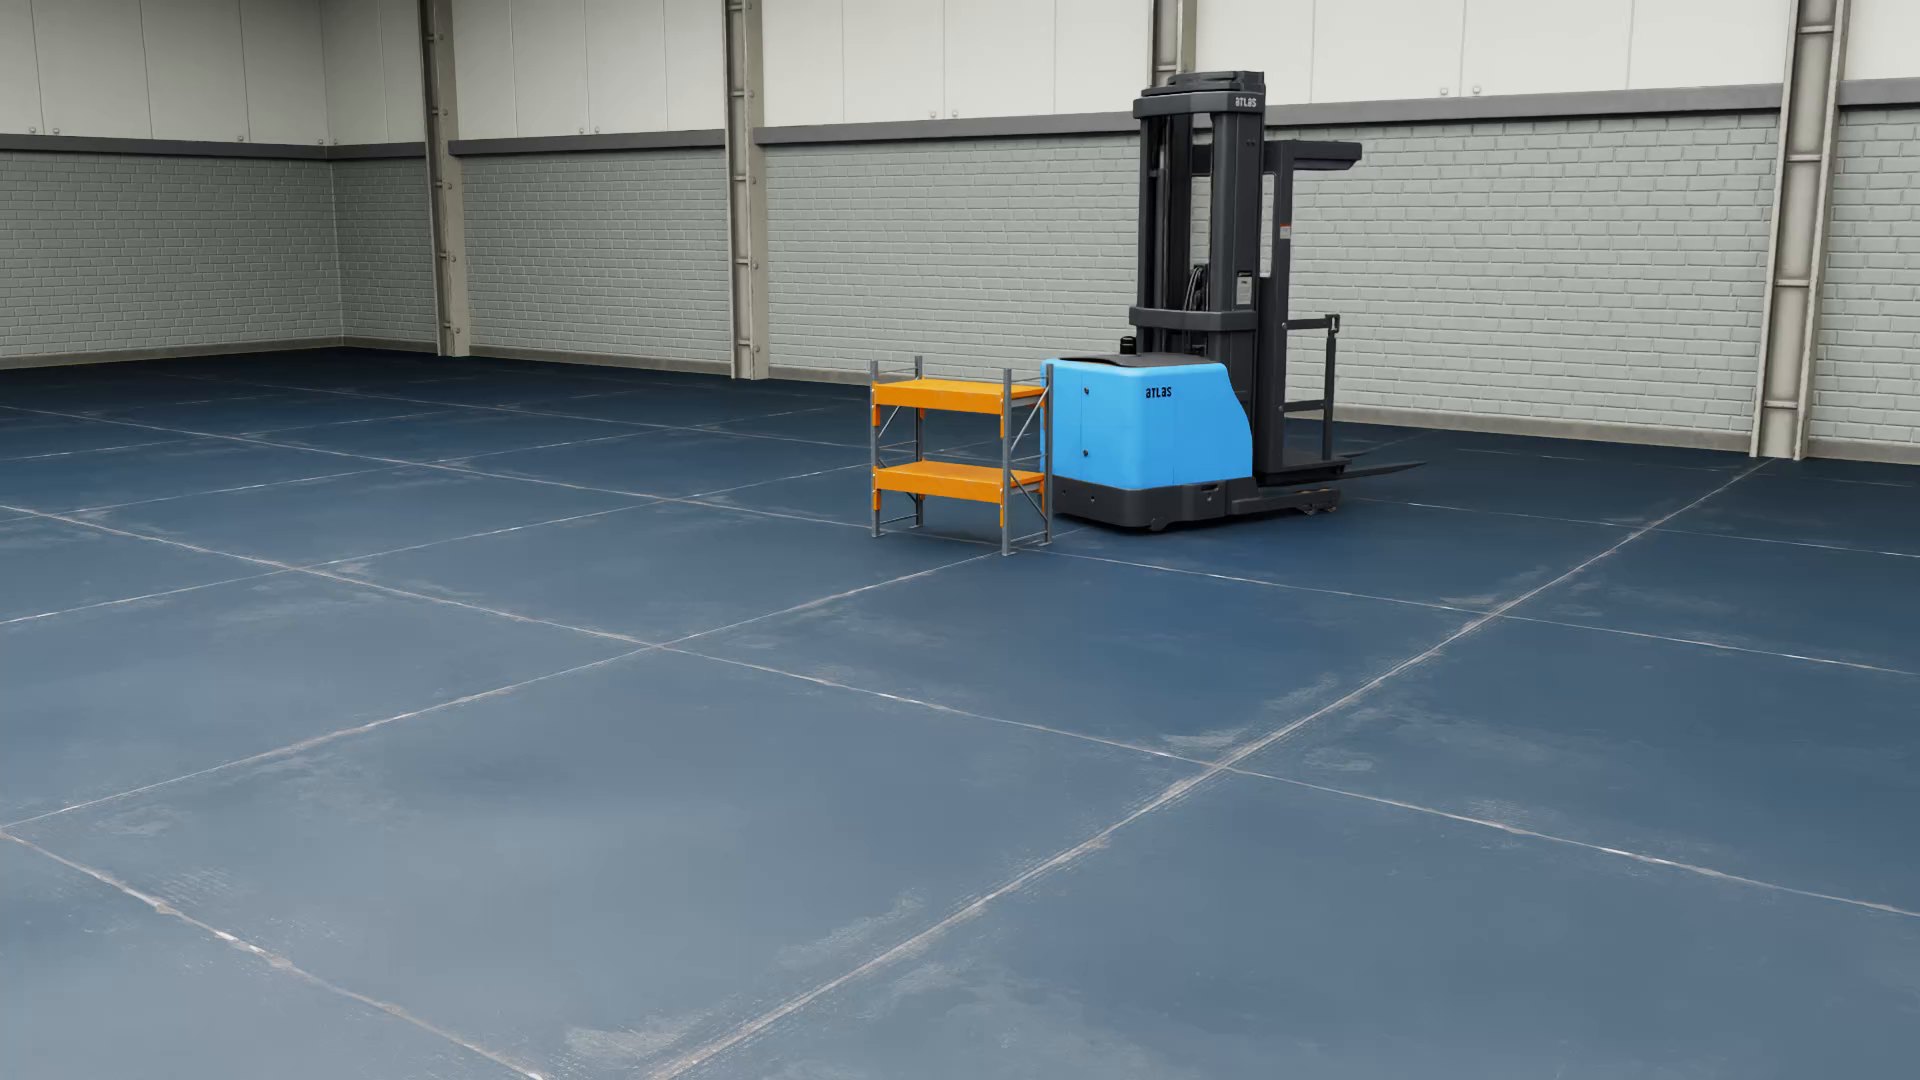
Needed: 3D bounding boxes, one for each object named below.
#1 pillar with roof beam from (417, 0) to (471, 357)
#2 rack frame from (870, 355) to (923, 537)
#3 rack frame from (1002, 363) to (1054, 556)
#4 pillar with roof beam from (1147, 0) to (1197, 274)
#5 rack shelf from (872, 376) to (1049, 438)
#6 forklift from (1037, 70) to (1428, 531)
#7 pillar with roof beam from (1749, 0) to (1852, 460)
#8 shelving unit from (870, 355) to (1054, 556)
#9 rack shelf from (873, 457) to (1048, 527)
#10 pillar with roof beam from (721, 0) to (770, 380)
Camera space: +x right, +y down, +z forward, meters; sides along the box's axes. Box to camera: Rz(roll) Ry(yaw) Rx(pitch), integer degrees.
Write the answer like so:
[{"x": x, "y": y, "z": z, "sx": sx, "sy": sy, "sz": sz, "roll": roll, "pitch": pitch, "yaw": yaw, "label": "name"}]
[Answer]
[{"x": -10.054, "y": -6.499, "z": 20.432, "sx": 0.400, "sy": 9.000, "sz": 9.100, "roll": 8, "pitch": 13, "yaw": 36, "label": "pillar with roof beam"}, {"x": -0.404, "y": -0.609, "z": 10.714, "sx": 0.032, "sy": 1.125, "sz": 0.500, "roll": 8, "pitch": 13, "yaw": 36, "label": "rack frame"}, {"x": 0.415, "y": -0.494, "z": 10.124, "sx": 0.032, "sy": 1.125, "sz": 0.500, "roll": 8, "pitch": 13, "yaw": 36, "label": "rack frame"}, {"x": -0.382, "y": -5.150, "z": 13.458, "sx": 0.400, "sy": 9.000, "sz": 9.100, "roll": 8, "pitch": 13, "yaw": 36, "label": "pillar with roof beam"}, {"x": 0.005, "y": -0.839, "z": 10.363, "sx": 1.000, "sy": 0.278, "sz": 0.538, "roll": 8, "pitch": 13, "yaw": 36, "label": "rack shelf"}, {"x": 2.034, "y": -1.686, "z": 11.528, "sx": 3.031, "sy": 2.935, "sz": 1.130, "roll": -7, "pitch": 13, "yaw": -33, "label": "forklift"}, {"x": 4.454, "y": -4.475, "z": 9.971, "sx": 0.400, "sy": 9.000, "sz": 9.100, "roll": 8, "pitch": 13, "yaw": 36, "label": "pillar with roof beam"}, {"x": 0.005, "y": -0.552, "z": 10.419, "sx": 1.048, "sy": 1.125, "sz": 0.538, "roll": 8, "pitch": 13, "yaw": 36, "label": "shelving unit"}, {"x": 0.005, "y": -0.311, "z": 10.465, "sx": 1.000, "sy": 0.278, "sz": 0.538, "roll": 8, "pitch": 13, "yaw": 36, "label": "rack shelf"}, {"x": -5.218, "y": -5.824, "z": 16.945, "sx": 0.400, "sy": 9.000, "sz": 9.100, "roll": 8, "pitch": 13, "yaw": 36, "label": "pillar with roof beam"}]
